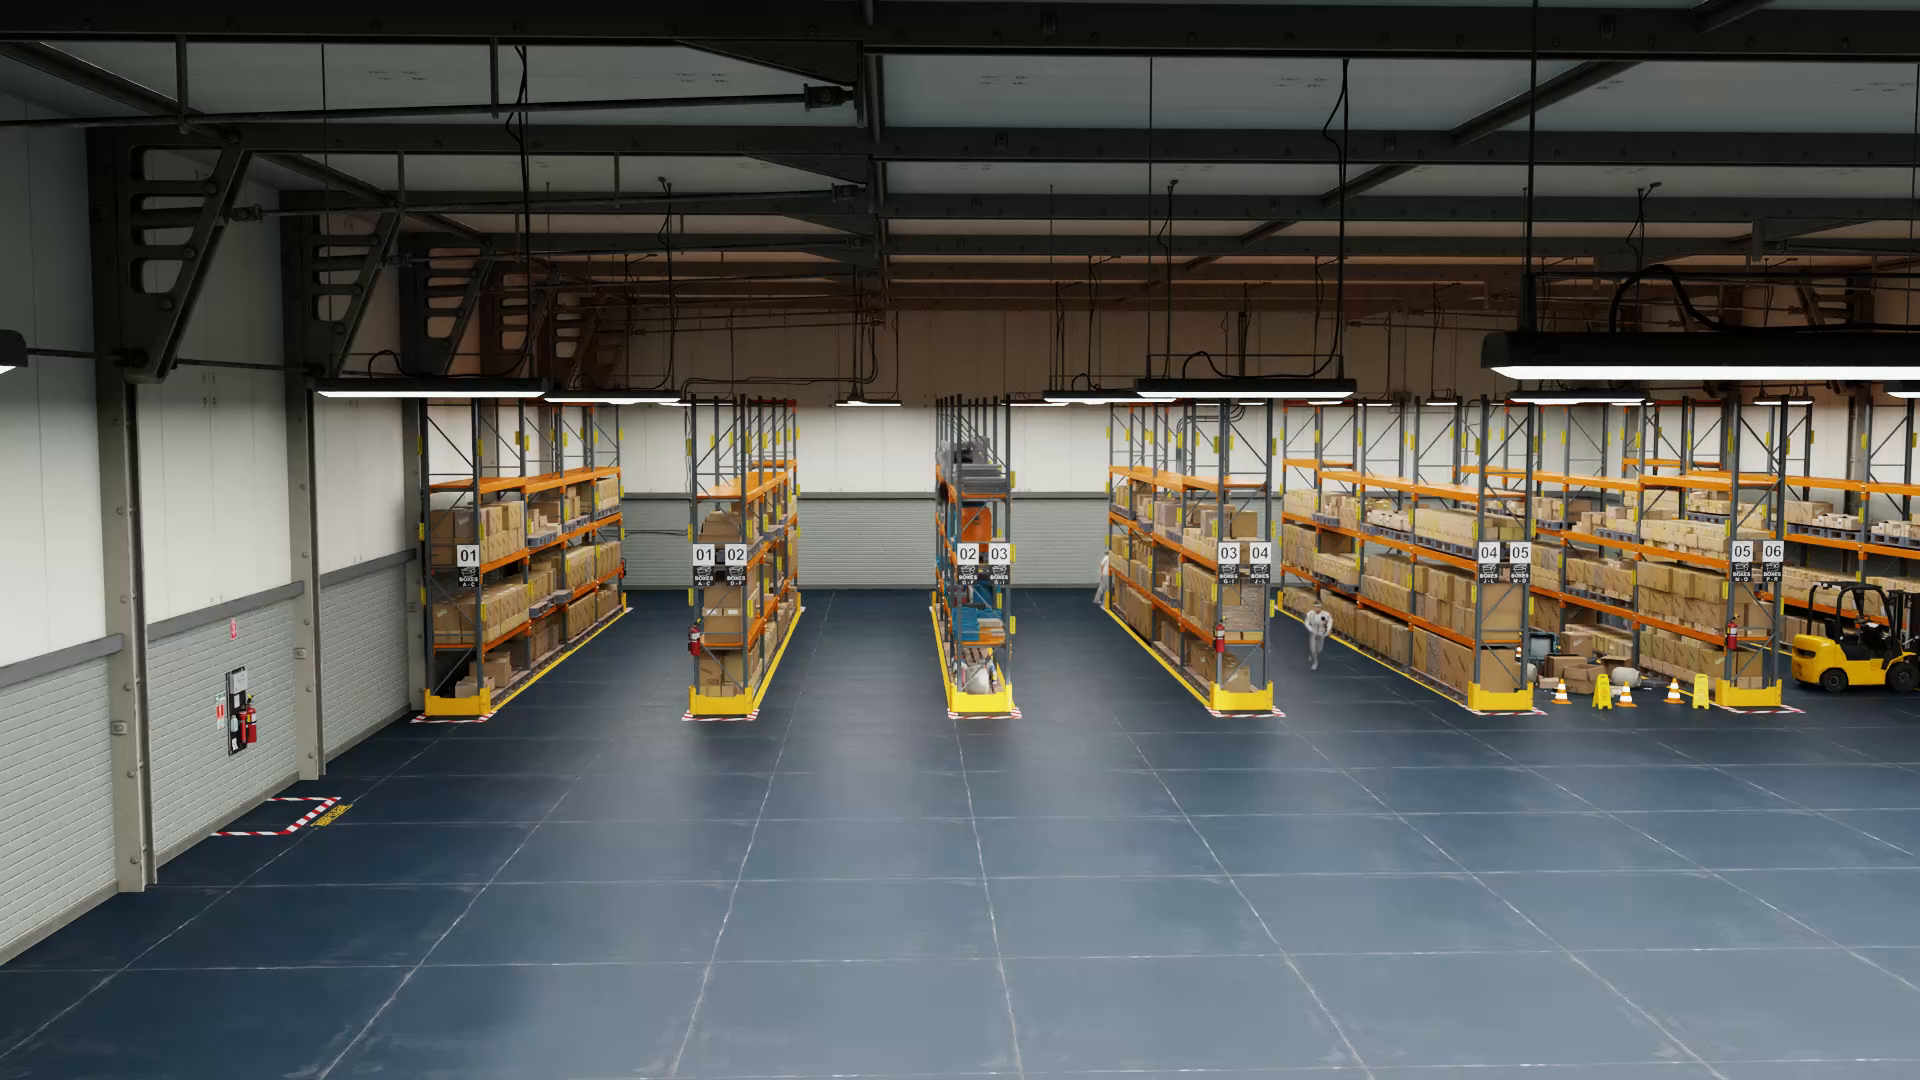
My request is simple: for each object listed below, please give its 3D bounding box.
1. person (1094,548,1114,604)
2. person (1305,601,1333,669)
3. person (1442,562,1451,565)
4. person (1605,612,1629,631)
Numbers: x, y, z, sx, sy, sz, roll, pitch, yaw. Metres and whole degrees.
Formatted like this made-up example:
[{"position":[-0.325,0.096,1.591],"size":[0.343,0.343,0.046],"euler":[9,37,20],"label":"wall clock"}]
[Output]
[{"position":[4.283,1.082,48.643],"size":[0.737,1.701,0.520],"euler":[1,5,12],"label":"person"},{"position":[7.895,2.083,36.612],"size":[0.623,1.546,0.791],"euler":[0,5,5],"label":"person"},{"position":[12.862,1.441,43.568],"size":[0.660,1.733,0.816],"euler":[-2,5,-29],"label":"person"},{"position":[16.668,1.534,42.141],"size":[0.653,1.768,0.966],"euler":[-1,5,-8],"label":"person"}]
